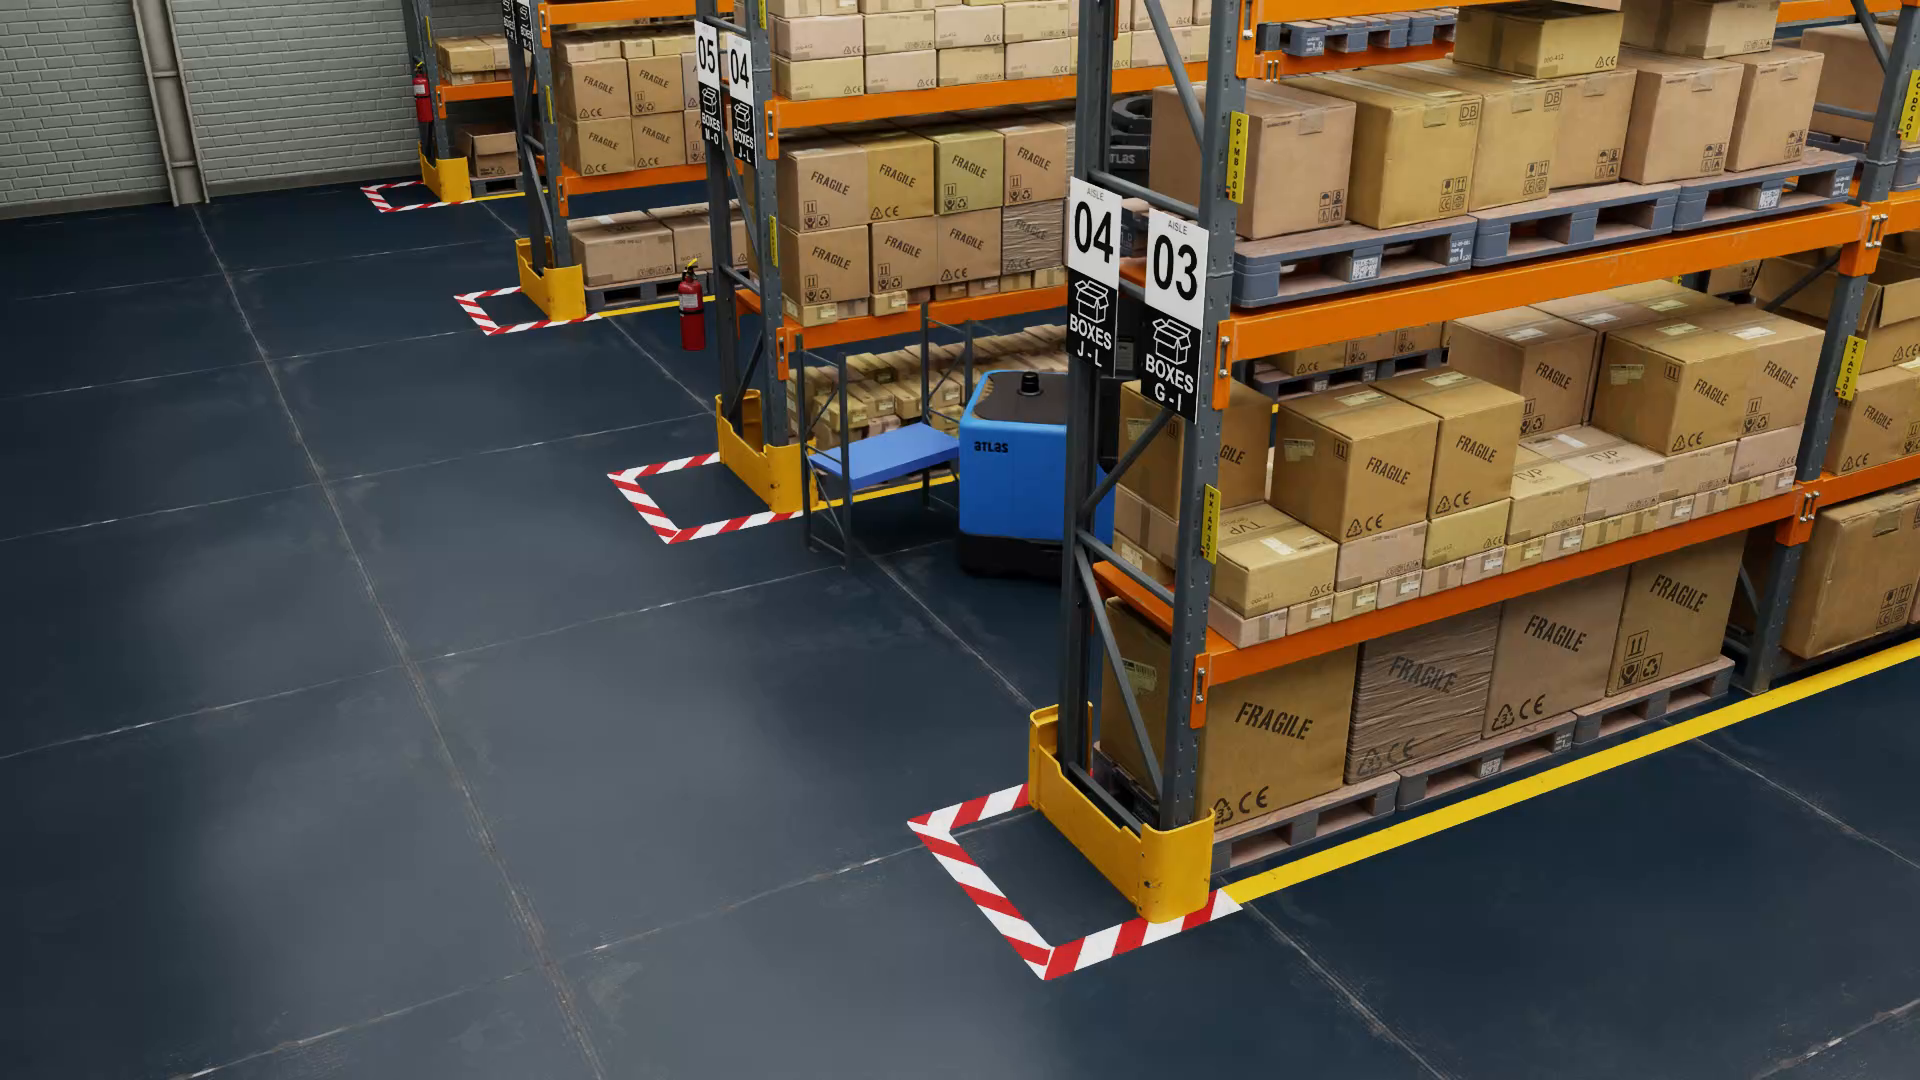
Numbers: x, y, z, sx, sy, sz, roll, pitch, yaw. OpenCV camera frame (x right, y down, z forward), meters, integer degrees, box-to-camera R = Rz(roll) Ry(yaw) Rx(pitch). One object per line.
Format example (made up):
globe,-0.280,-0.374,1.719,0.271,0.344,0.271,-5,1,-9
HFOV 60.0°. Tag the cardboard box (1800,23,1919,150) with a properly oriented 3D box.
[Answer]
cardboard box,4.809,-2.375,8.664,0.500,0.500,0.700,-12,28,-24

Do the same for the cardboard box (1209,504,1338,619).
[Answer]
cardboard box,1.323,0.087,7.432,0.500,0.250,0.500,-14,29,-26

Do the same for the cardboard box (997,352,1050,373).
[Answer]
cardboard box,0.479,-1.279,12.569,0.250,0.149,0.380,-13,29,-25

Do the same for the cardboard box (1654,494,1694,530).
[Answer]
cardboard box,3.507,-0.209,8.509,0.250,0.149,0.380,-12,28,-24

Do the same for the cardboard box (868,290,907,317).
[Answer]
cardboard box,-0.565,-1.696,11.607,0.250,0.149,0.380,-14,29,-27

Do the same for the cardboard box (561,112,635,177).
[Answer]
cardboard box,-3.332,-3.669,15.311,0.500,0.500,0.500,-13,29,-25

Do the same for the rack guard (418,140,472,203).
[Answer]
rack guard,-6.163,-4.420,19.878,0.348,0.500,1.175,-13,29,-25

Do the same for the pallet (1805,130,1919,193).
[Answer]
pallet,5.088,-2.138,8.992,1.217,0.209,0.805,-14,29,-27

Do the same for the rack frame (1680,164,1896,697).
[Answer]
rack frame,4.302,-0.666,9.172,0.127,3.000,1.000,-13,29,-25

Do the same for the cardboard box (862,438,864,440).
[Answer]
cardboard box,-0.667,-0.739,12.133,0.250,0.149,0.380,-13,29,-25

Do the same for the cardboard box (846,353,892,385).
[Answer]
cardboard box,-0.707,-1.274,12.558,0.250,0.149,0.380,-14,29,-26

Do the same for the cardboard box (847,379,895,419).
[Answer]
cardboard box,-0.663,-1.018,12.025,0.250,0.149,0.380,-12,28,-24

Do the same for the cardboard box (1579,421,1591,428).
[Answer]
cardboard box,3.323,-0.638,8.942,0.500,0.250,0.500,-13,29,-25

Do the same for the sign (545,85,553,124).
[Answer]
sign,-3.635,-3.849,14.709,0.005,0.325,0.100,-13,29,-25

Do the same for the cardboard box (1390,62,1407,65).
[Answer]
cardboard box,4.991,-5.647,19.352,0.250,0.149,0.380,-12,28,-23

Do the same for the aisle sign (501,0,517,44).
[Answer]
aisle sign,-4.100,-4.912,15.011,0.004,0.787,0.394,-13,29,-25

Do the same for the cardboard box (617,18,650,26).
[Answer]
cardboard box,-4.139,-6.549,20.387,0.500,0.500,0.500,-14,29,-27

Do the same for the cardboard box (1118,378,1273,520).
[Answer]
cardboard box,1.079,-0.456,7.696,0.500,0.500,0.500,-13,28,-24

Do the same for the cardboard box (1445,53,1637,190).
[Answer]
cardboard box,2.635,-1.955,7.675,0.500,0.500,0.700,-12,28,-23

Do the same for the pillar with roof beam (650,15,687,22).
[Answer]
pillar with roof beam,-1.713,-7.608,16.700,0.400,9.000,9.100,-13,29,-25

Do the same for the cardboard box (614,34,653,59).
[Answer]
cardboard box,-2.966,-4.481,15.096,0.250,0.149,0.380,-12,28,-24

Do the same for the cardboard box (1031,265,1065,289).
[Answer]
cardboard box,0.570,-1.974,12.186,0.250,0.149,0.380,-12,28,-24

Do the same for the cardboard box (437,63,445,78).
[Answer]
cardboard box,-6.064,-5.588,19.713,0.250,0.149,0.380,-13,29,-26

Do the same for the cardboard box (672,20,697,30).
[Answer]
cardboard box,-2.568,-4.855,15.876,0.250,0.149,0.380,-12,28,-24

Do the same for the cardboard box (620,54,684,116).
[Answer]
cardboard box,-2.881,-4.229,15.321,0.500,0.500,0.500,-14,29,-26

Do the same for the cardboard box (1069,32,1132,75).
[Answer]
cardboard box,0.857,-3.462,11.702,0.500,0.250,0.500,-13,29,-26

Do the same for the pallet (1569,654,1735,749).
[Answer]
pallet,3.594,0.716,9.515,1.213,0.211,1.003,-13,29,-25

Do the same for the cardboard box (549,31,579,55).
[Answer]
cardboard box,-3.668,-4.574,15.291,0.250,0.149,0.380,-13,28,-24

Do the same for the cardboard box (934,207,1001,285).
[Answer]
cardboard box,-0.048,-2.145,11.793,0.500,0.500,0.500,-13,28,-24

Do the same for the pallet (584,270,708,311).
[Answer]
pallet,-3.222,-2.572,16.363,1.213,0.211,1.003,-13,29,-25

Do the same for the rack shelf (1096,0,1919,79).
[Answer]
rack shelf,2.537,-2.459,7.267,4.000,0.370,1.077,-13,29,-25

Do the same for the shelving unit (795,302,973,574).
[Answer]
shelving unit,-0.480,-0.686,10.946,1.048,1.500,0.538,-20,32,-35

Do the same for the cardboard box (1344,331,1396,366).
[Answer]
cardboard box,3.300,-1.801,13.938,0.500,0.500,0.500,-12,28,-23

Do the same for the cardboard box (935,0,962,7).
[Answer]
cardboard box,-0.180,-3.649,11.055,0.250,0.149,0.380,-12,28,-24

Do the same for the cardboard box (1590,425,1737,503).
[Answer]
cardboard box,3.580,-0.436,8.522,0.500,0.250,0.500,-12,28,-24

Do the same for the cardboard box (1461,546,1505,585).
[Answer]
cardboard box,2.374,0.053,7.965,0.250,0.149,0.380,-13,29,-26

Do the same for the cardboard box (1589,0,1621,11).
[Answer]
cardboard box,5.202,-4.580,13.741,0.500,0.500,0.500,-13,29,-25

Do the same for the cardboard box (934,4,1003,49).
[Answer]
cardboard box,-0.051,-3.471,11.145,0.500,0.250,0.500,-13,28,-24

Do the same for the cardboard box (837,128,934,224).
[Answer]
cardboard box,-0.509,-2.491,11.359,0.500,0.500,0.500,-12,28,-24

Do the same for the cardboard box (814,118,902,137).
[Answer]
cardboard box,-0.738,-2.688,11.768,0.500,0.500,0.500,-14,29,-27

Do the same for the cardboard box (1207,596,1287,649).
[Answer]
cardboard box,1.241,0.316,7.417,0.250,0.149,0.380,-13,28,-25

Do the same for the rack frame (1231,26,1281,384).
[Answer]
rack frame,2.057,-2.581,13.160,0.127,3.000,1.000,-13,29,-25

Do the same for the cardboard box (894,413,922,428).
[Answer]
cardboard box,-0.447,-0.931,12.188,0.250,0.149,0.380,-13,28,-24

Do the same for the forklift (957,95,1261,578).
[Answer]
forklift,1.548,-1.192,10.346,3.031,2.935,1.130,4,26,9

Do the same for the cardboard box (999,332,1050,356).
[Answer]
cardboard box,0.501,-1.489,13.007,0.250,0.149,0.380,-14,29,-27

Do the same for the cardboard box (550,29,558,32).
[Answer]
cardboard box,-5.054,-5.996,20.103,0.500,0.250,0.500,-12,28,-23

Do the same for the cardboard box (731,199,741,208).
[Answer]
cardboard box,-1.755,-3.216,16.957,0.875,0.438,0.875,-14,29,-27

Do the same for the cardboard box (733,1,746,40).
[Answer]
cardboard box,-1.186,-3.467,11.136,0.500,0.250,0.500,-14,29,-27

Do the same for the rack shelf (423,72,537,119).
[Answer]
rack shelf,-4.465,-5.614,20.308,4.000,0.370,1.077,-13,29,-25

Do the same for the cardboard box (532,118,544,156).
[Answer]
cardboard box,-4.873,-4.841,20.270,0.500,0.500,0.700,-12,28,-23

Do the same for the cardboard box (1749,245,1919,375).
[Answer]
cardboard box,4.862,-1.297,9.210,0.637,0.503,0.797,-14,29,-26

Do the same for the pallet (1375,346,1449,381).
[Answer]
pallet,3.821,-1.733,14.616,1.213,0.211,1.003,-13,29,-25

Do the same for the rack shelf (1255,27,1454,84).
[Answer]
rack shelf,3.822,-4.016,13.515,4.000,0.370,1.077,-13,29,-25

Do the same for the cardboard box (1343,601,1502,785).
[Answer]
cardboard box,2.103,0.571,8.565,0.875,0.875,0.875,-13,29,-25

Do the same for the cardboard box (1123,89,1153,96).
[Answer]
cardboard box,1.544,-3.212,12.860,0.500,0.500,0.500,-12,28,-24

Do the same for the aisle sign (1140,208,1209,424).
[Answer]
aisle sign,0.850,-0.894,6.643,0.004,0.787,0.394,-13,29,-25
